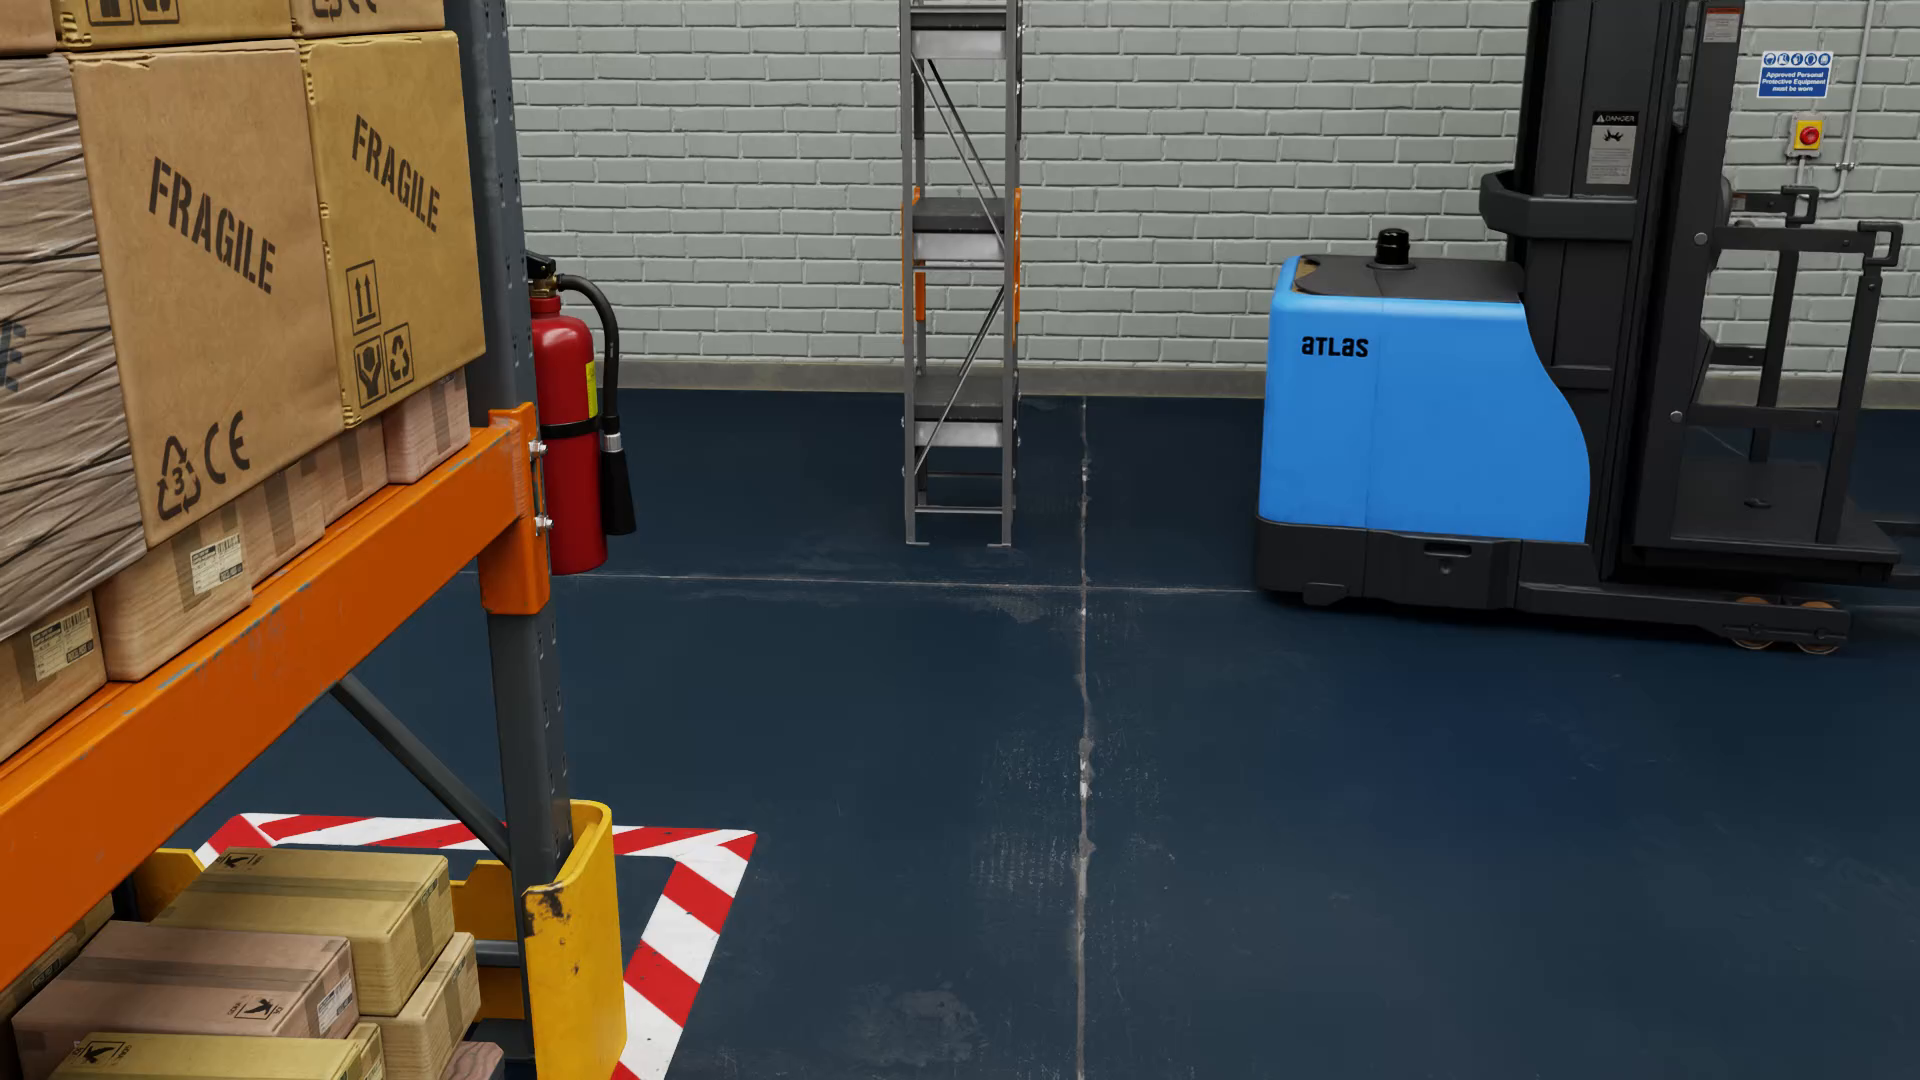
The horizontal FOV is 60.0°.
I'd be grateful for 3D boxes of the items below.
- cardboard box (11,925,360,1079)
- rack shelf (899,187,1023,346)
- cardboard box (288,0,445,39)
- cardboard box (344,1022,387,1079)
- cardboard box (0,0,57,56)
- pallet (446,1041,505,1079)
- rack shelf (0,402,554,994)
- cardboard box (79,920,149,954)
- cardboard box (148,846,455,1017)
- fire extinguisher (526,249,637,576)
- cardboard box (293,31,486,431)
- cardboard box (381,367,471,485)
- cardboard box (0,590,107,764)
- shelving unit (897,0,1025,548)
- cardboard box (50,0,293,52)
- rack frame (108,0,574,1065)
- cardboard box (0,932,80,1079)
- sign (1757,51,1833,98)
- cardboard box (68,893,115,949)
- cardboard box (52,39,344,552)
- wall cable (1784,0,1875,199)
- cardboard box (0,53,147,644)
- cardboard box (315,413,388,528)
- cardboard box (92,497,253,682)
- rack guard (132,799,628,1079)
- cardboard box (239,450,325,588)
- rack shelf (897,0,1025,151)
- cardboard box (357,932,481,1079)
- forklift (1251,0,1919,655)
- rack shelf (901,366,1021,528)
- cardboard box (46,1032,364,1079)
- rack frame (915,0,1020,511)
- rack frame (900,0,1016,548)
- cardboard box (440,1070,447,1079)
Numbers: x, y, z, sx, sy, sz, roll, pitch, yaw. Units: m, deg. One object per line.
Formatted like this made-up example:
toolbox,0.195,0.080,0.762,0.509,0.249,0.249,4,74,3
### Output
cardboard box,-1.118,0.698,2.425,0.380,0.149,0.250,2,18,5
rack shelf,0.012,-1.036,6.257,0.431,0.518,0.480,1,18,4
cardboard box,-1.042,-0.938,2.224,0.500,0.500,0.500,1,18,3
cardboard box,-1.083,0.843,2.461,0.380,0.149,0.250,1,18,3
cardboard box,-1.106,-0.619,1.250,0.500,0.500,0.500,2,18,7
pallet,-1.356,1.179,2.487,1.003,0.211,1.213,1,18,4
rack shelf,-1.400,0.541,1.109,1.077,0.370,4.000,1,18,4
cardboard box,-1.551,0.749,2.745,0.380,0.149,0.250,2,18,6
cardboard box,-1.042,0.621,2.659,0.380,0.149,0.250,1,18,5
fire extinguisher,-0.779,-0.276,3.170,0.296,0.674,0.183,1,18,4
cardboard box,-1.033,-0.465,2.387,0.500,0.500,0.500,2,18,5
cardboard box,-0.999,-0.195,2.603,0.380,0.149,0.250,1,18,4
cardboard box,-1.100,0.121,1.640,0.380,0.149,0.250,0,18,1
shelving unit,0.012,-1.049,6.253,0.431,2.100,0.503,1,18,4
cardboard box,-1.078,-0.781,1.744,0.500,0.500,0.500,1,18,2
rack frame,-1.257,-0.422,2.892,1.000,3.000,0.127,1,18,4
cardboard box,-1.533,0.694,2.435,0.380,0.149,0.250,2,18,5
sign,4.025,-2.243,8.016,0.327,0.218,0.001,1,18,4
cardboard box,-1.634,0.606,2.705,0.380,0.149,0.250,0,18,1
cardboard box,-1.075,-0.305,1.899,0.500,0.500,0.500,1,18,3
wall cable,4.068,-2.592,7.834,0.585,1.953,0.123,1,18,4
cardboard box,-1.101,-0.148,1.418,0.500,0.500,0.500,1,18,4
cardboard box,-1.054,-0.118,2.370,0.380,0.149,0.250,1,18,4
cardboard box,-1.052,0.040,1.888,0.380,0.149,0.250,2,18,5
rack guard,-1.263,0.790,3.210,1.175,0.500,0.348,1,18,4
cardboard box,-1.057,-0.040,2.131,0.380,0.149,0.250,1,18,3
rack shelf,0.012,-1.701,6.039,0.431,0.518,0.480,1,18,4
cardboard box,-1.010,0.763,2.705,0.380,0.149,0.250,1,18,2
forklift,2.581,-1.209,5.406,3.031,2.935,1.130,4,19,12
rack shelf,0.012,-0.371,6.475,0.431,0.518,0.480,1,18,4
cardboard box,-1.009,0.781,2.171,0.380,0.149,0.250,1,18,3
rack frame,0.029,-1.125,6.484,0.400,2.100,0.015,1,18,4
rack frame,-0.006,-0.973,6.022,0.400,2.100,0.015,1,18,4
cardboard box,-1.087,0.902,2.758,0.380,0.149,0.250,2,18,5
